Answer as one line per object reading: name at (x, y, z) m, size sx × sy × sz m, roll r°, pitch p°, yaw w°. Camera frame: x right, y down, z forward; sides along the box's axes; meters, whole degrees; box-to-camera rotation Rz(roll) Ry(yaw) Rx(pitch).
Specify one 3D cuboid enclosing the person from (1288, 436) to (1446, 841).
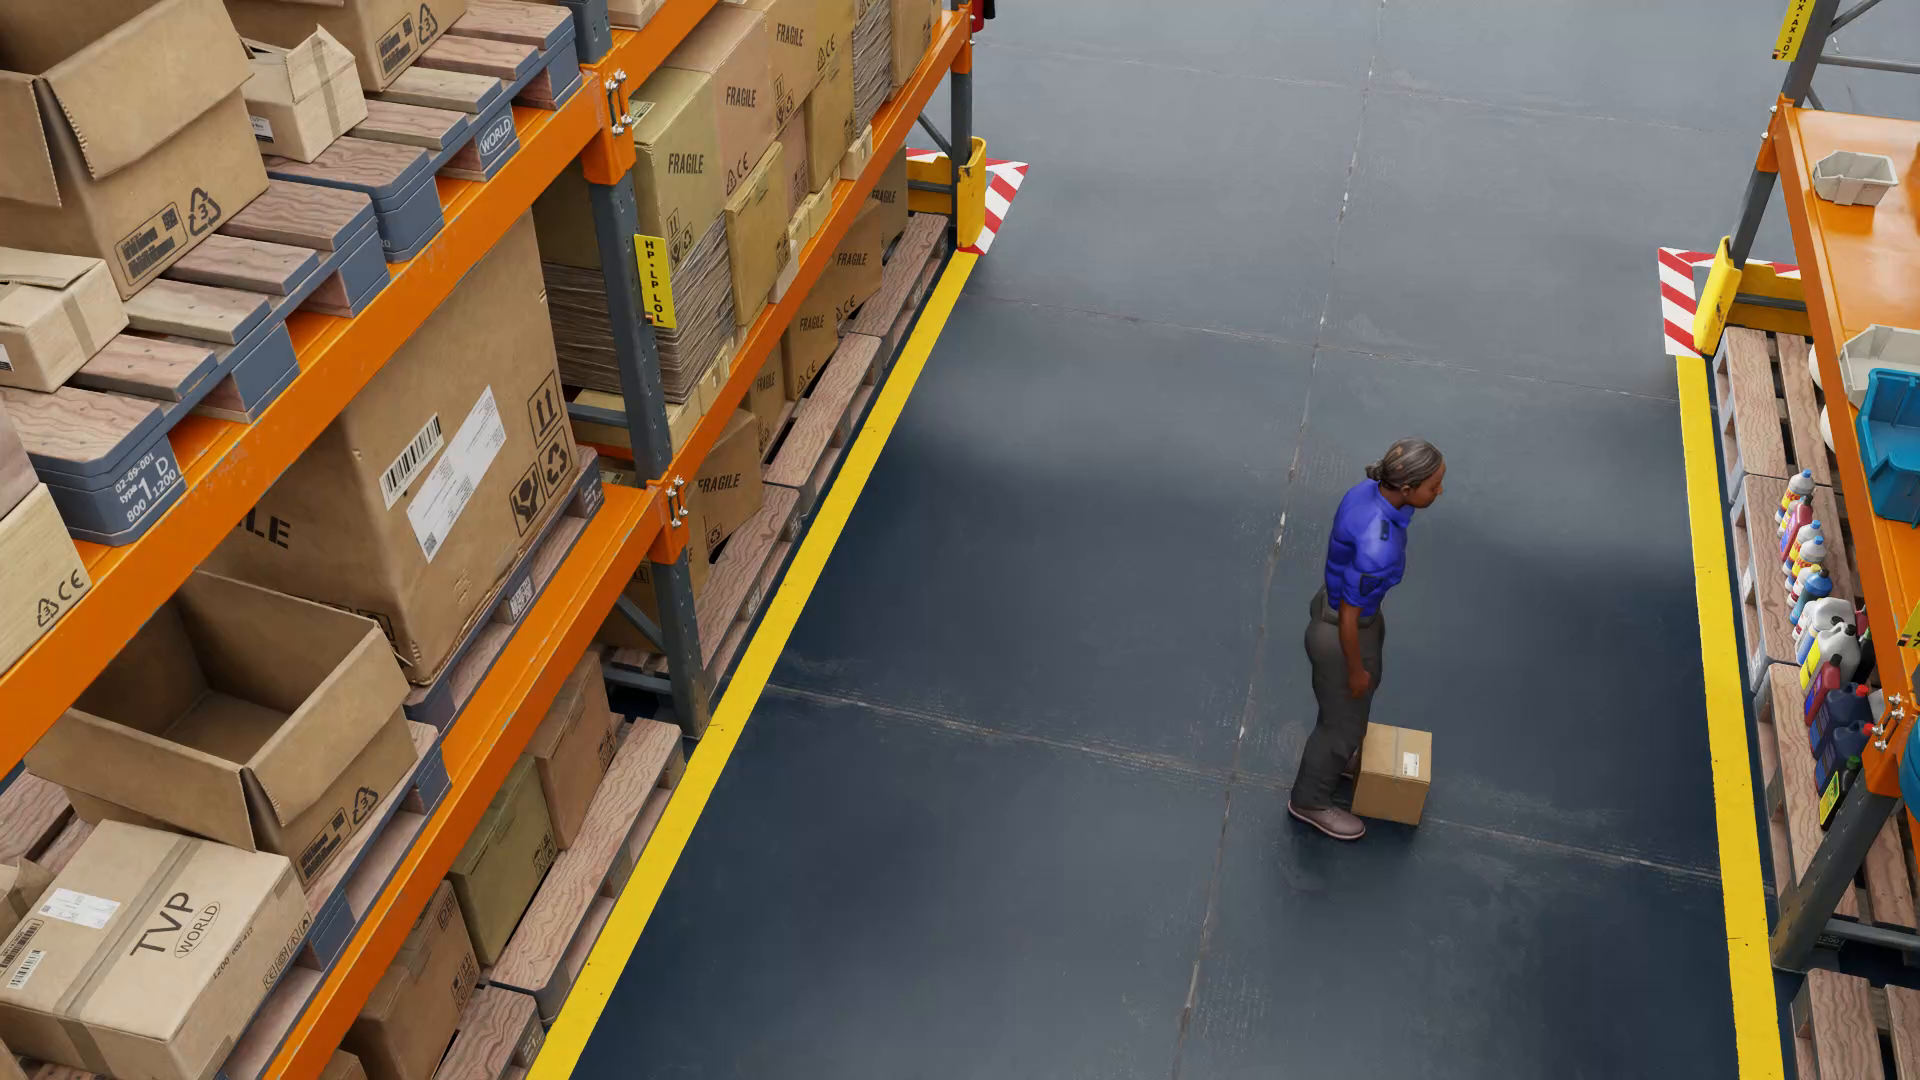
person at (1.406, 0.319, 5.798) m, size 0.392 × 1.655 × 0.504 m, roll 10°, pitch 42°, yaw 11°
